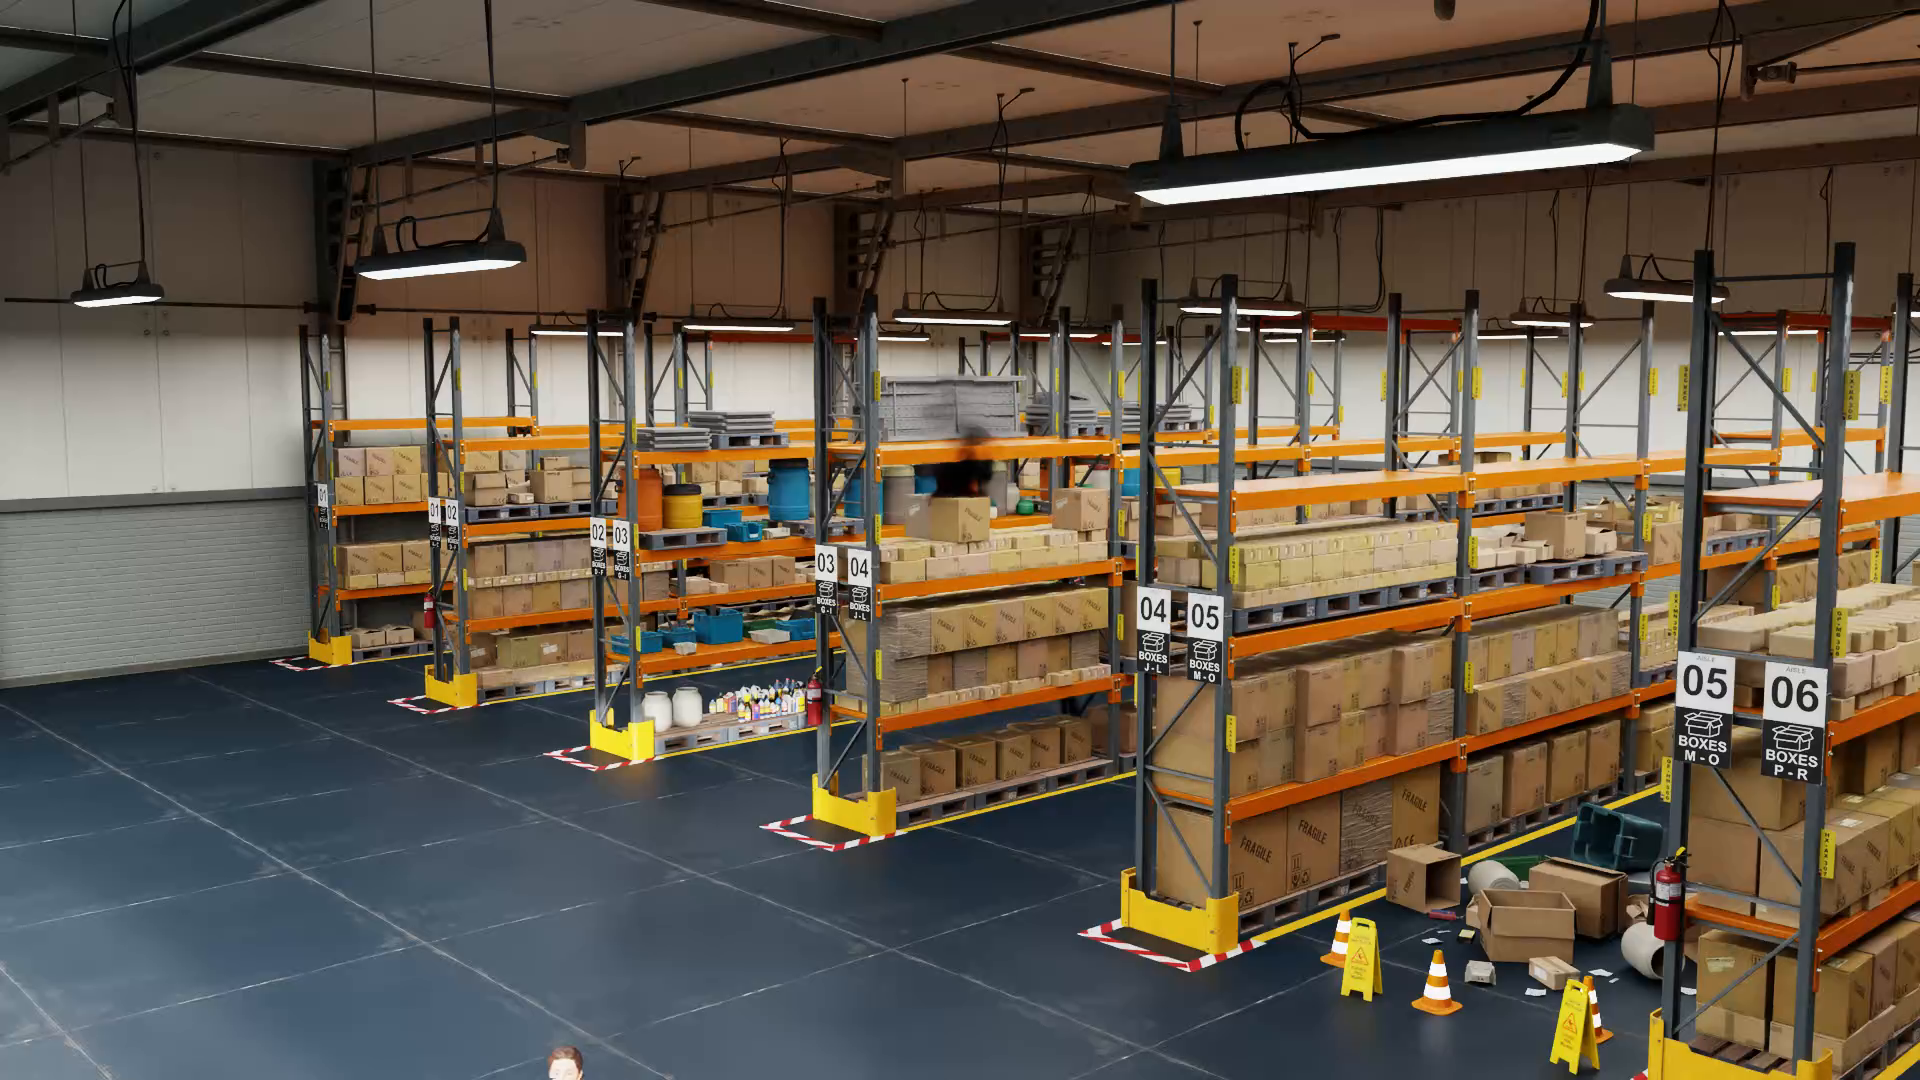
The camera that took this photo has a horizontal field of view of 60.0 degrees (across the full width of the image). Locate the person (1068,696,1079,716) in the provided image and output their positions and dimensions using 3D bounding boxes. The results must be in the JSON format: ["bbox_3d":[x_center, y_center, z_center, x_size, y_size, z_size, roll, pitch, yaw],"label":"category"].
[{"bbox_3d":[1.586,1.918,24.319,0.586,1.653,0.661,5,7,38],"label":"person"}]

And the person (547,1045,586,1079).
[{"bbox_3d":[-2.067,3.461,8.849,0.600,1.627,0.655,0,6,-3],"label":"person"}]
